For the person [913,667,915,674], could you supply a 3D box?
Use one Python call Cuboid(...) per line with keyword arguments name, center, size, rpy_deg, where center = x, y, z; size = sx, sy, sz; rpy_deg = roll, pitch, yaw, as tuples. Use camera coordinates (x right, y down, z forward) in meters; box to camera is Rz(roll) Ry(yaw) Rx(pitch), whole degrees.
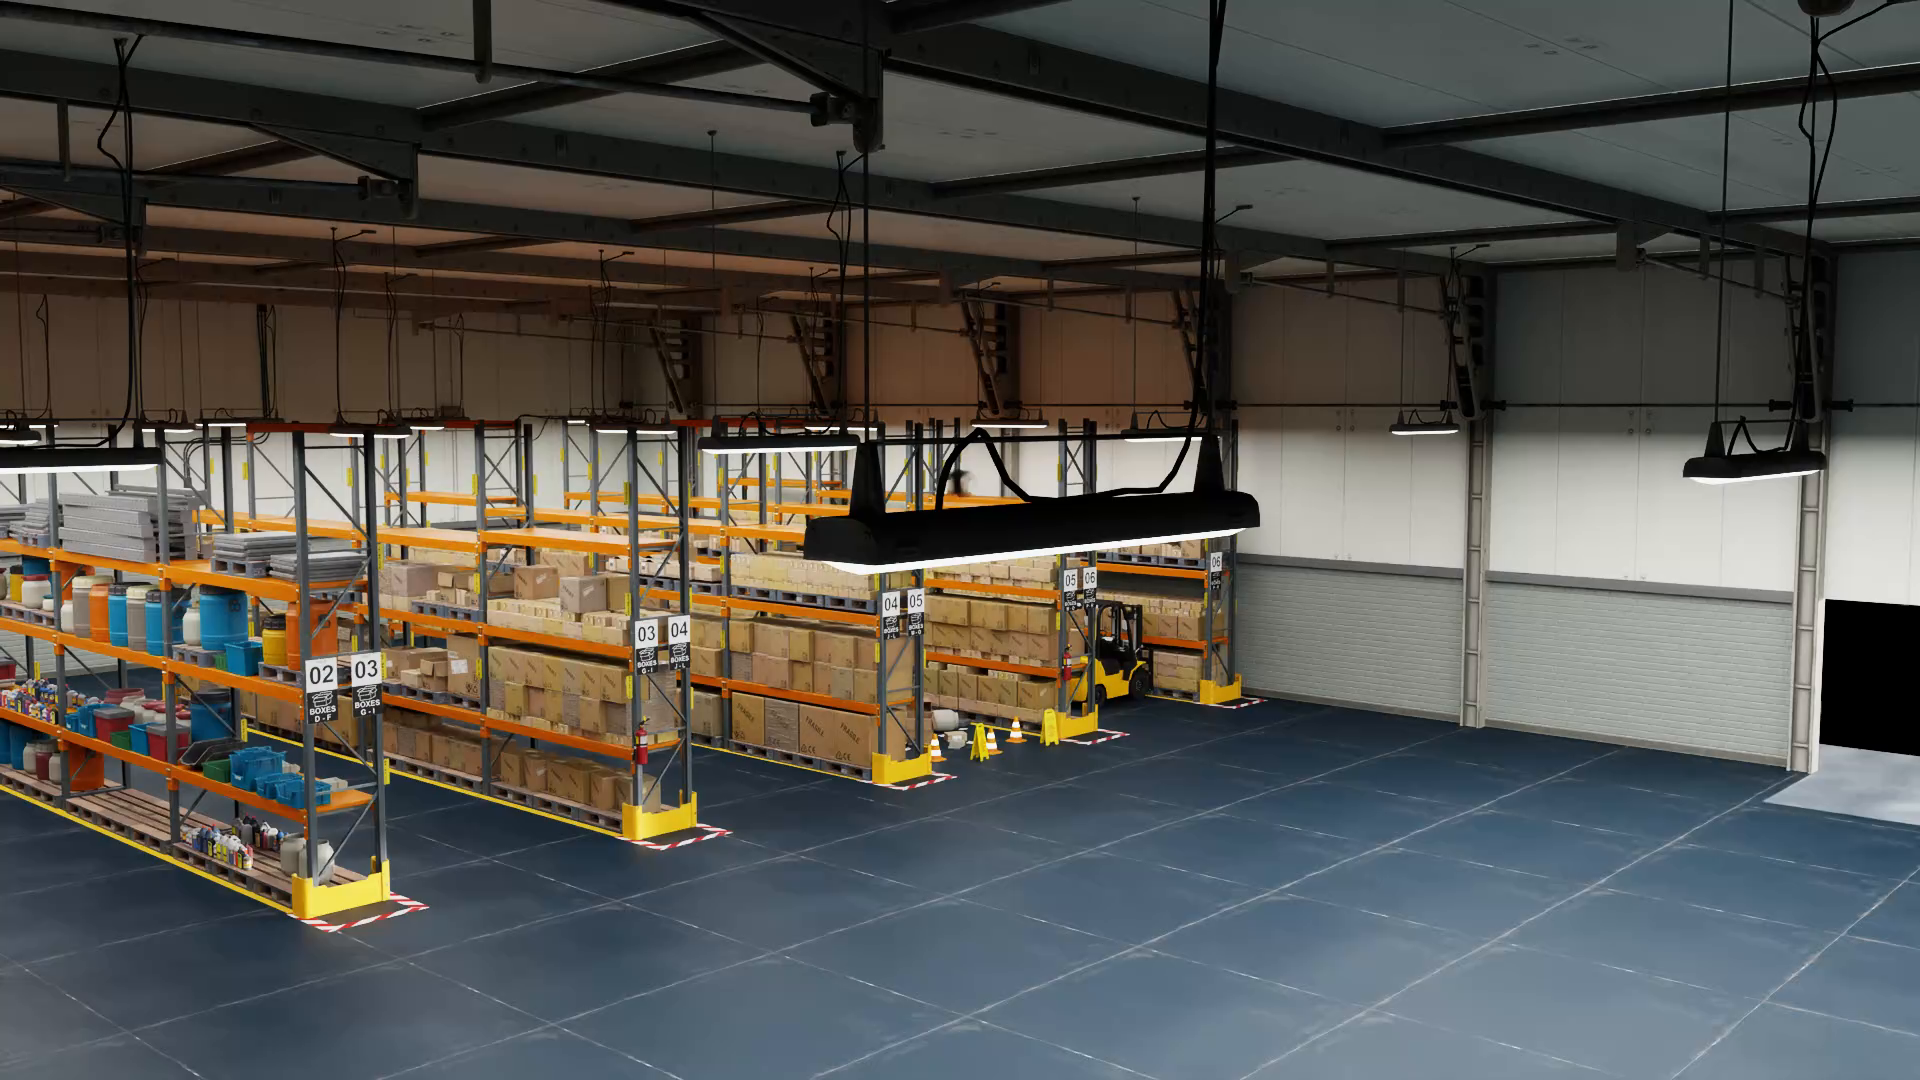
Cuboid(name="person", center=(-1.356, 2.382, 37.193), size=(1.000, 1.764, 0.671), rpy_deg=(4, 6, 40))
